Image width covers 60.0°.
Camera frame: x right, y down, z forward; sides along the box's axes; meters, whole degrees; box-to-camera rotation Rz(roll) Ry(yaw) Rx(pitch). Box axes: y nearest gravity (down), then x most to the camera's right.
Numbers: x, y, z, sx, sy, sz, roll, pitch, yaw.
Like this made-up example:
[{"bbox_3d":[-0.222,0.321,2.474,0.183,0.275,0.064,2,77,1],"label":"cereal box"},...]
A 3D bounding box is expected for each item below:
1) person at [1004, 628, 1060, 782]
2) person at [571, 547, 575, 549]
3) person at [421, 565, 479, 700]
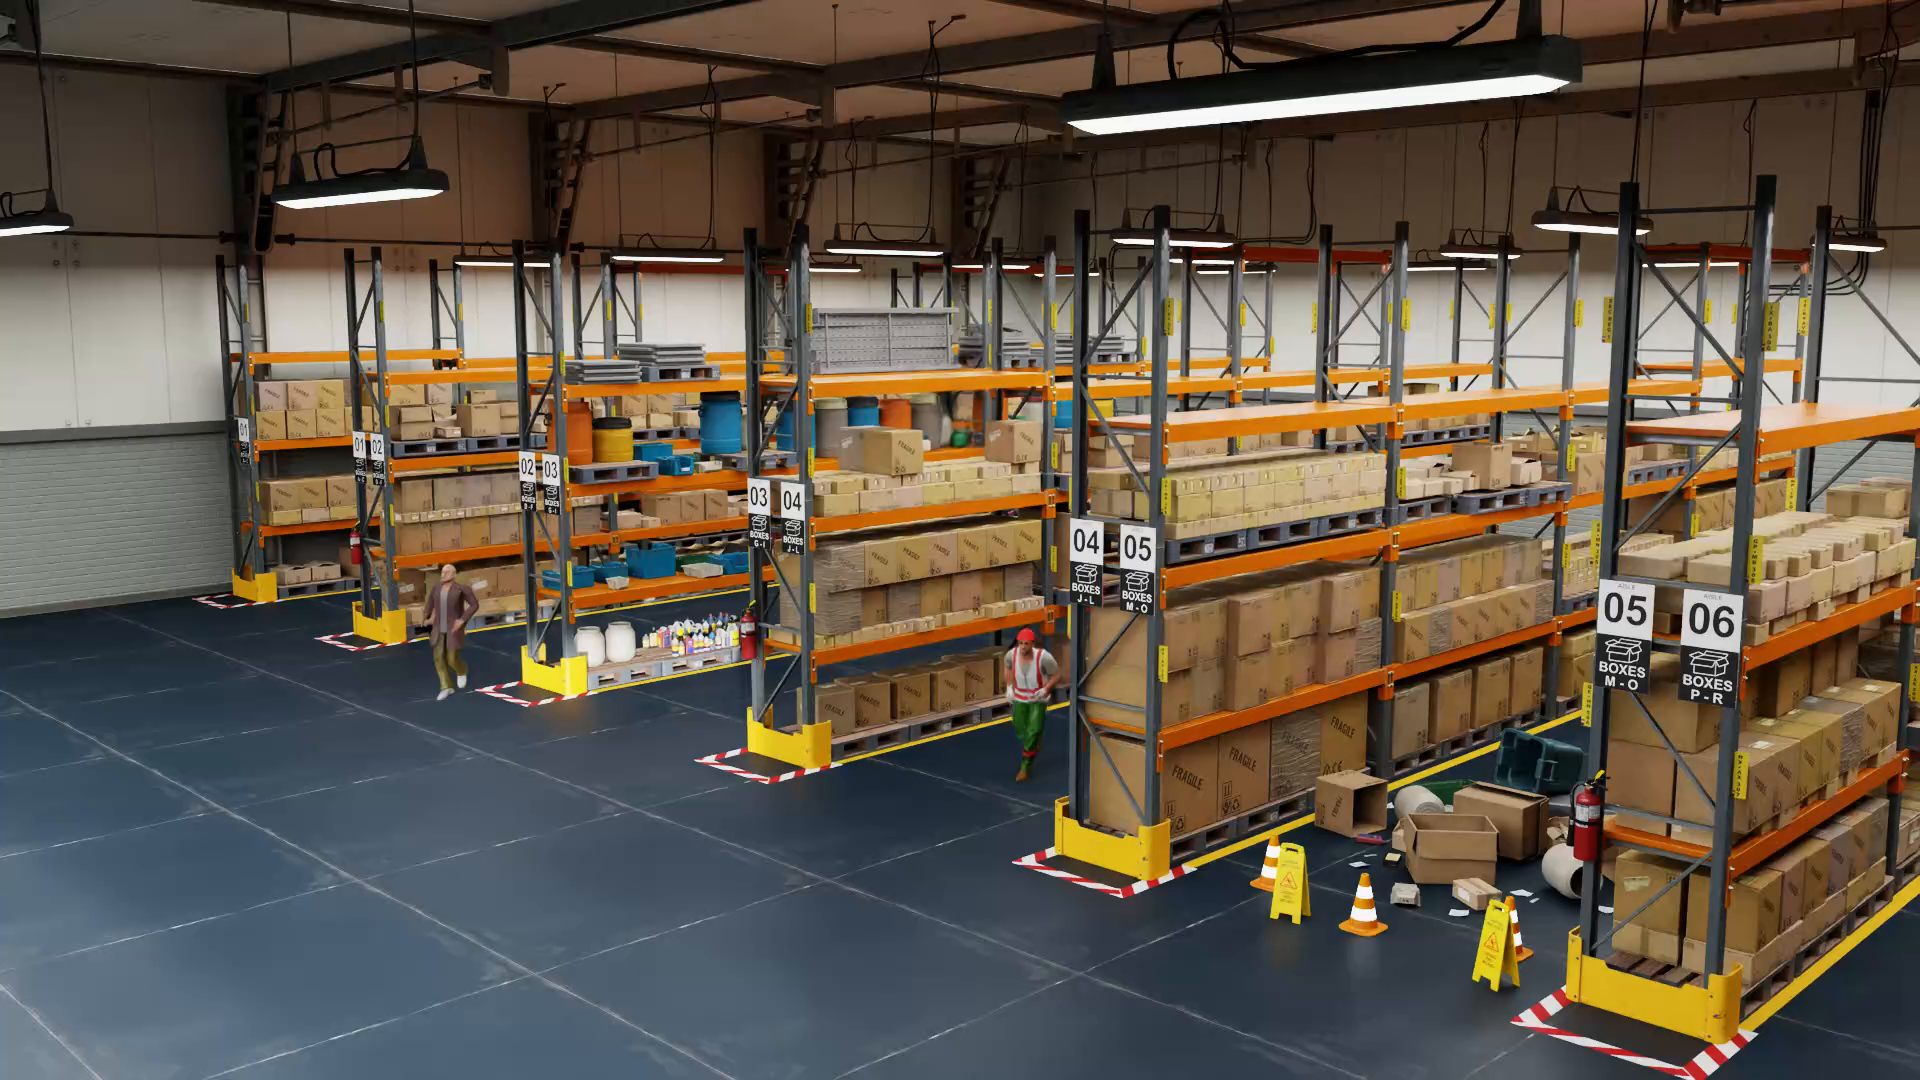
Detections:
[{"bbox_3d":[0.792,1.732,18.234,0.655,1.645,0.839,2,8,15],"label":"person"},{"bbox_3d":[-7.055,0.050,29.980,0.658,1.758,0.790,5,10,33],"label":"person"},{"bbox_3d":[-6.769,1.197,22.087,0.762,1.766,0.736,2,8,14],"label":"person"}]
